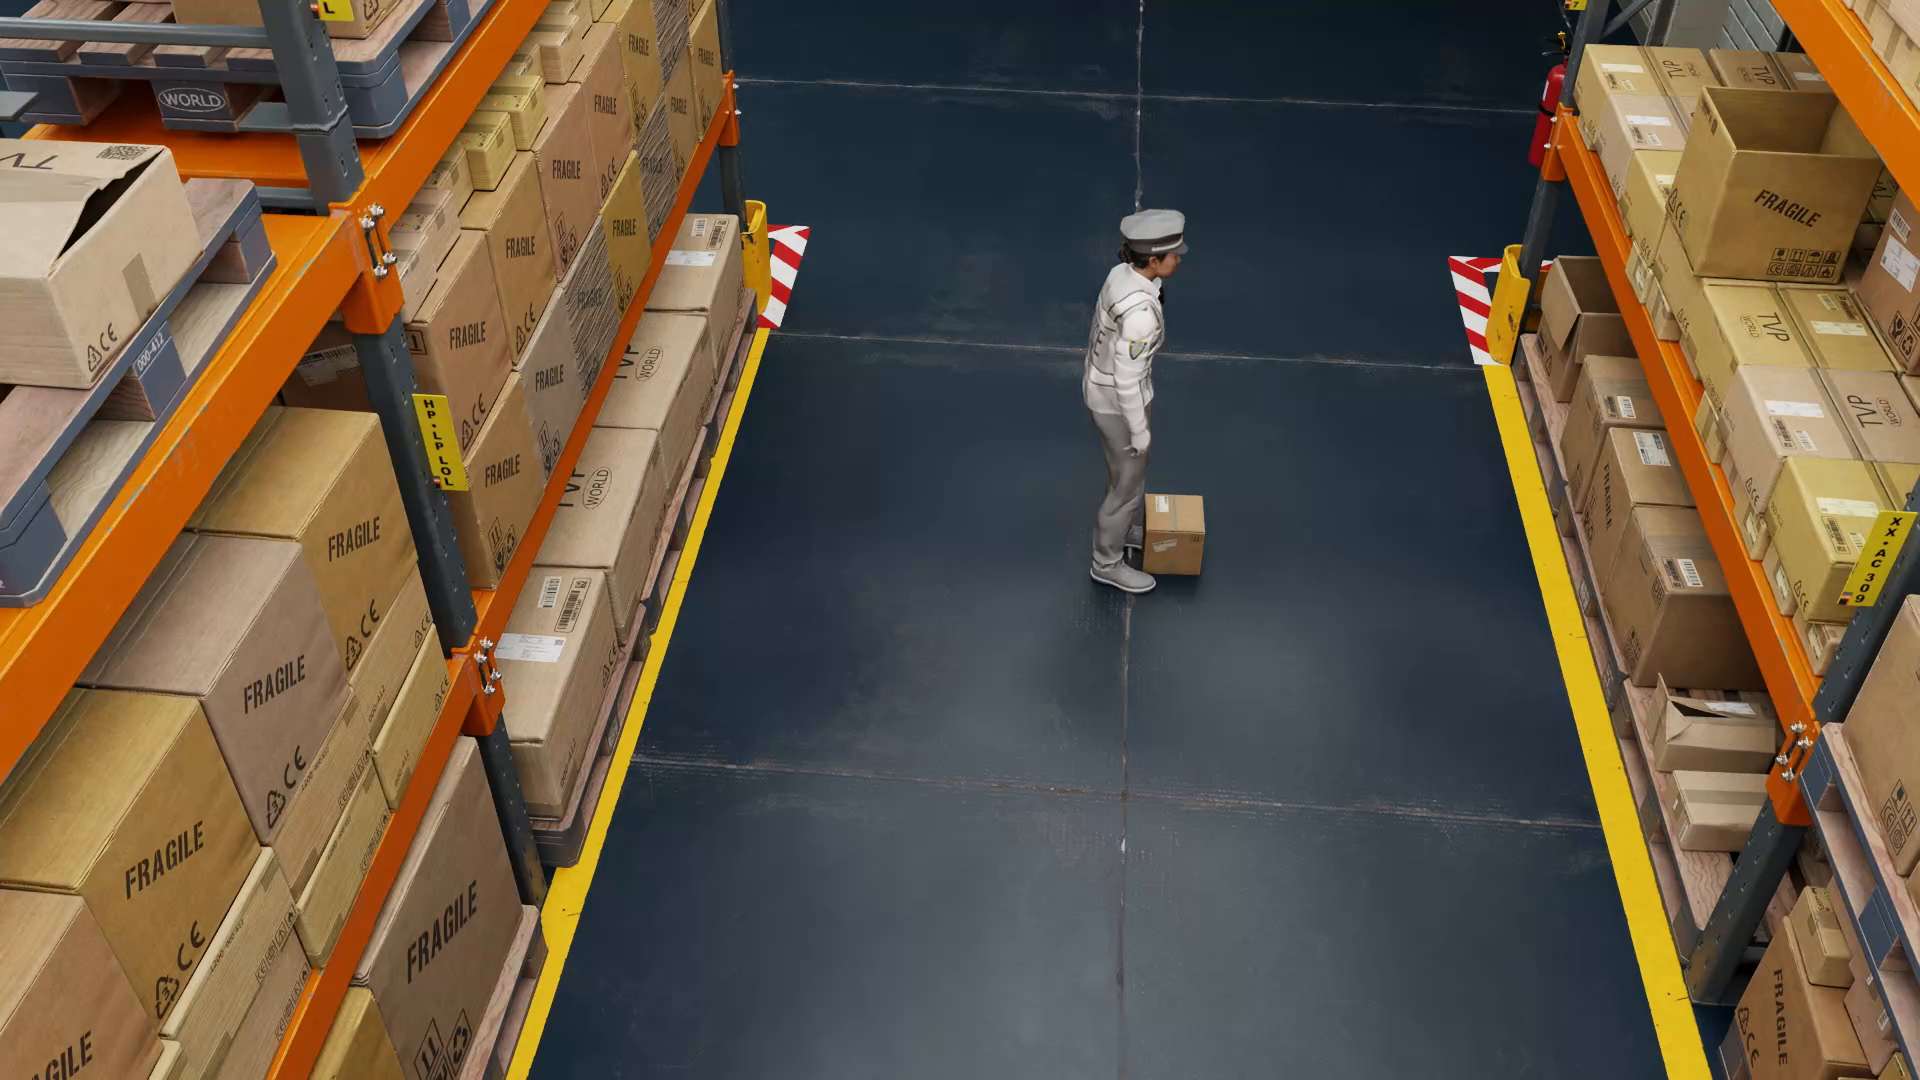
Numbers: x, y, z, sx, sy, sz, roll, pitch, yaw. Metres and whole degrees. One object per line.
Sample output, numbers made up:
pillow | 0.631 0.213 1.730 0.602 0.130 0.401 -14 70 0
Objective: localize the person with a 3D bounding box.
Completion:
person | 0.709 -0.577 6.832 0.412 1.666 0.546 1 40 1
